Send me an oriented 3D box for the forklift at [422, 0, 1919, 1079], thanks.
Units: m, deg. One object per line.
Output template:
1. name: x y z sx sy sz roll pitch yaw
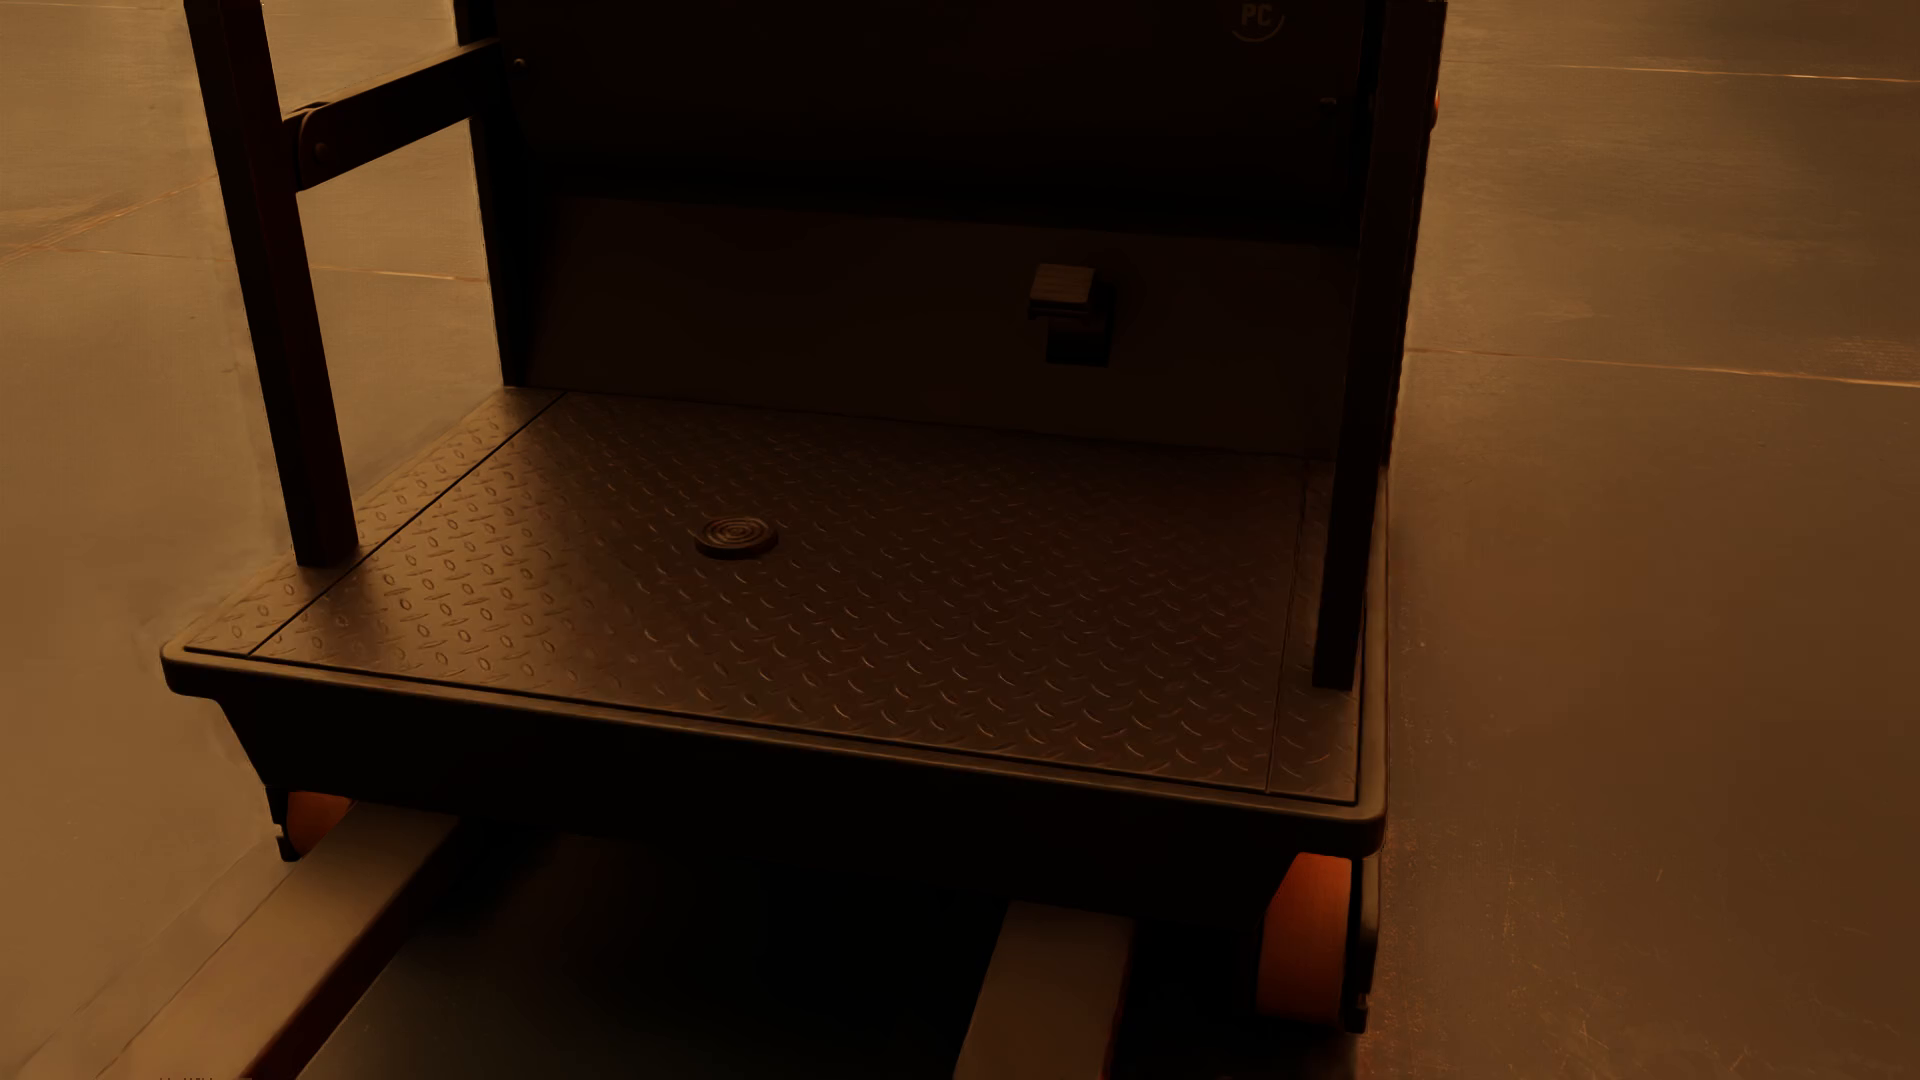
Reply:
1. forklift: 0.407 -1.078 1.382 1.130 2.935 3.031 -17 31 -30
